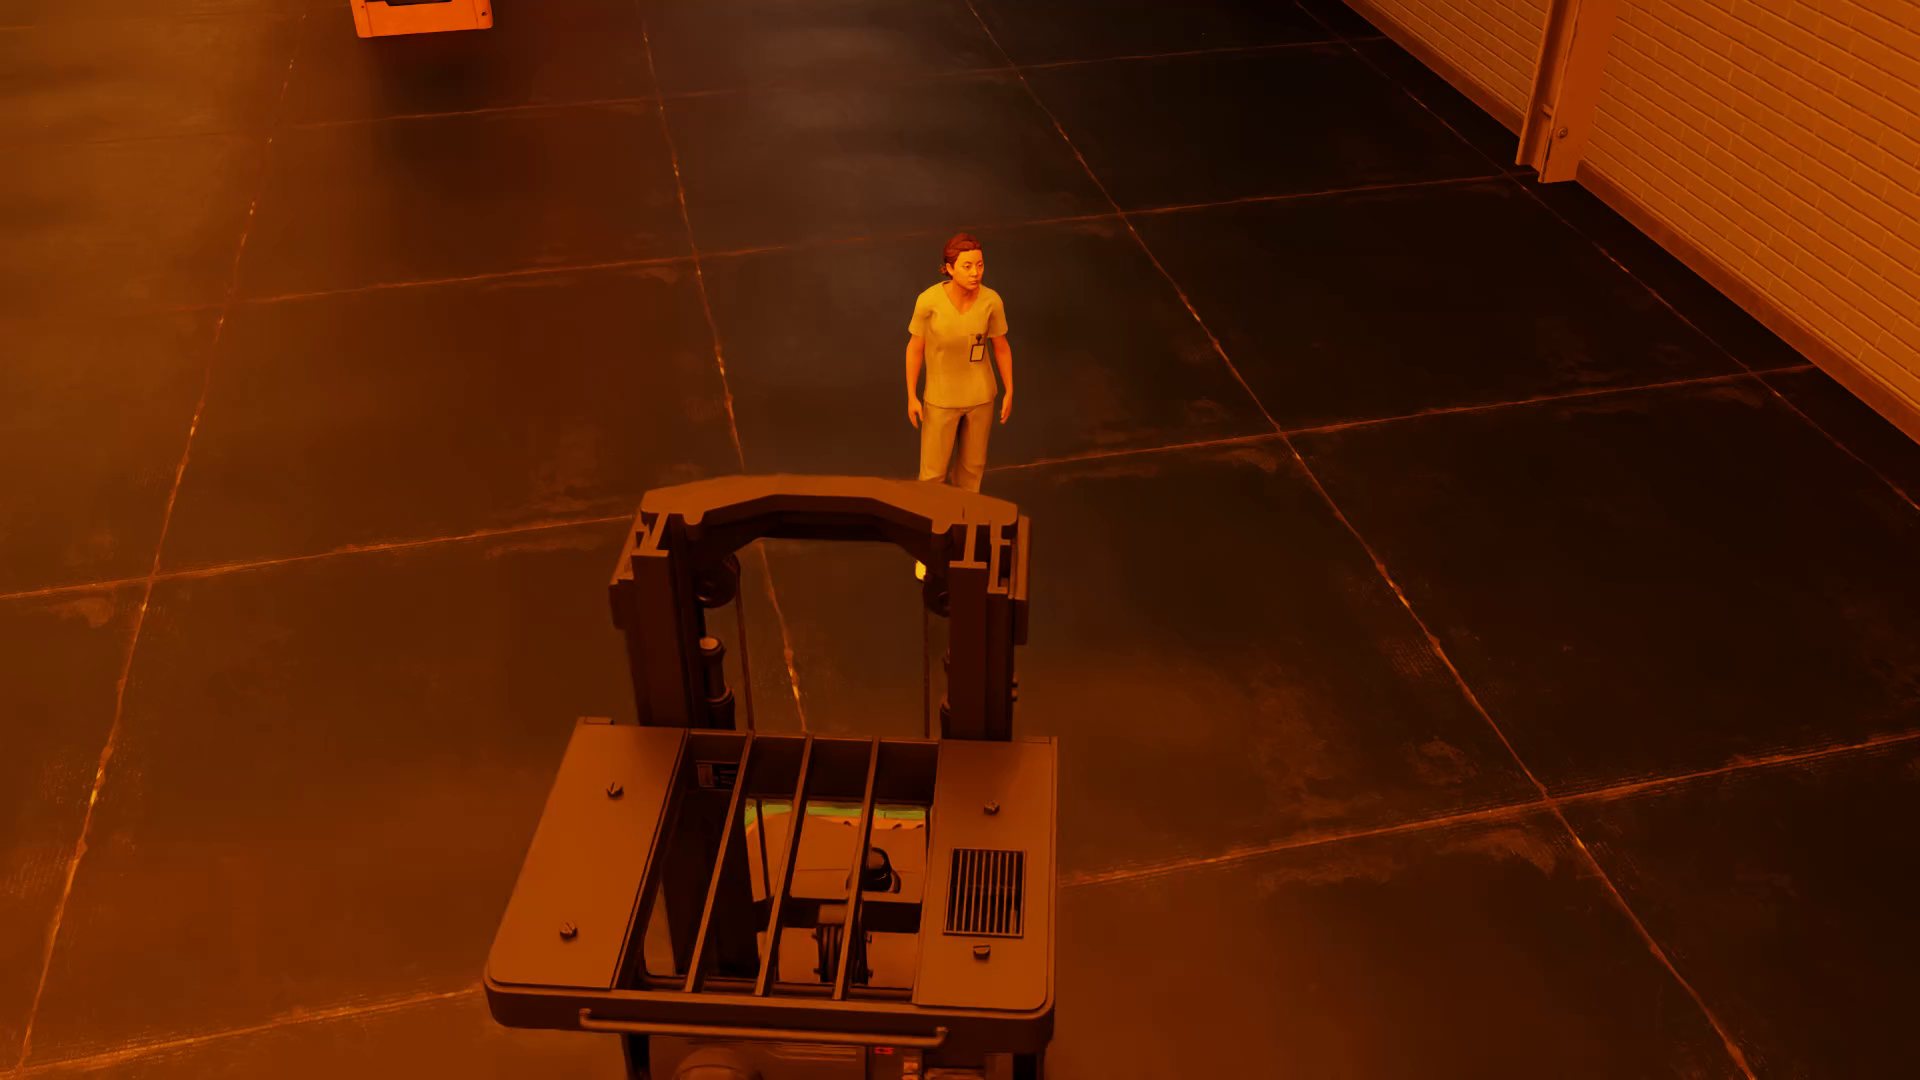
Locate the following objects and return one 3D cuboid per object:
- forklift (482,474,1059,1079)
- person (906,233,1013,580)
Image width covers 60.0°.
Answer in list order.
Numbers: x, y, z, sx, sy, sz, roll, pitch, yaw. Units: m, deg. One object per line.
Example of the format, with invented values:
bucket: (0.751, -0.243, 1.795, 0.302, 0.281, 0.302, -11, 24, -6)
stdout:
forklift: (-0.339, 1.428, 4.066, 1.130, 2.935, 3.031, 2, 36, 3)
person: (0.003, -0.642, 8.005, 0.549, 1.673, 0.548, -8, 36, -11)
